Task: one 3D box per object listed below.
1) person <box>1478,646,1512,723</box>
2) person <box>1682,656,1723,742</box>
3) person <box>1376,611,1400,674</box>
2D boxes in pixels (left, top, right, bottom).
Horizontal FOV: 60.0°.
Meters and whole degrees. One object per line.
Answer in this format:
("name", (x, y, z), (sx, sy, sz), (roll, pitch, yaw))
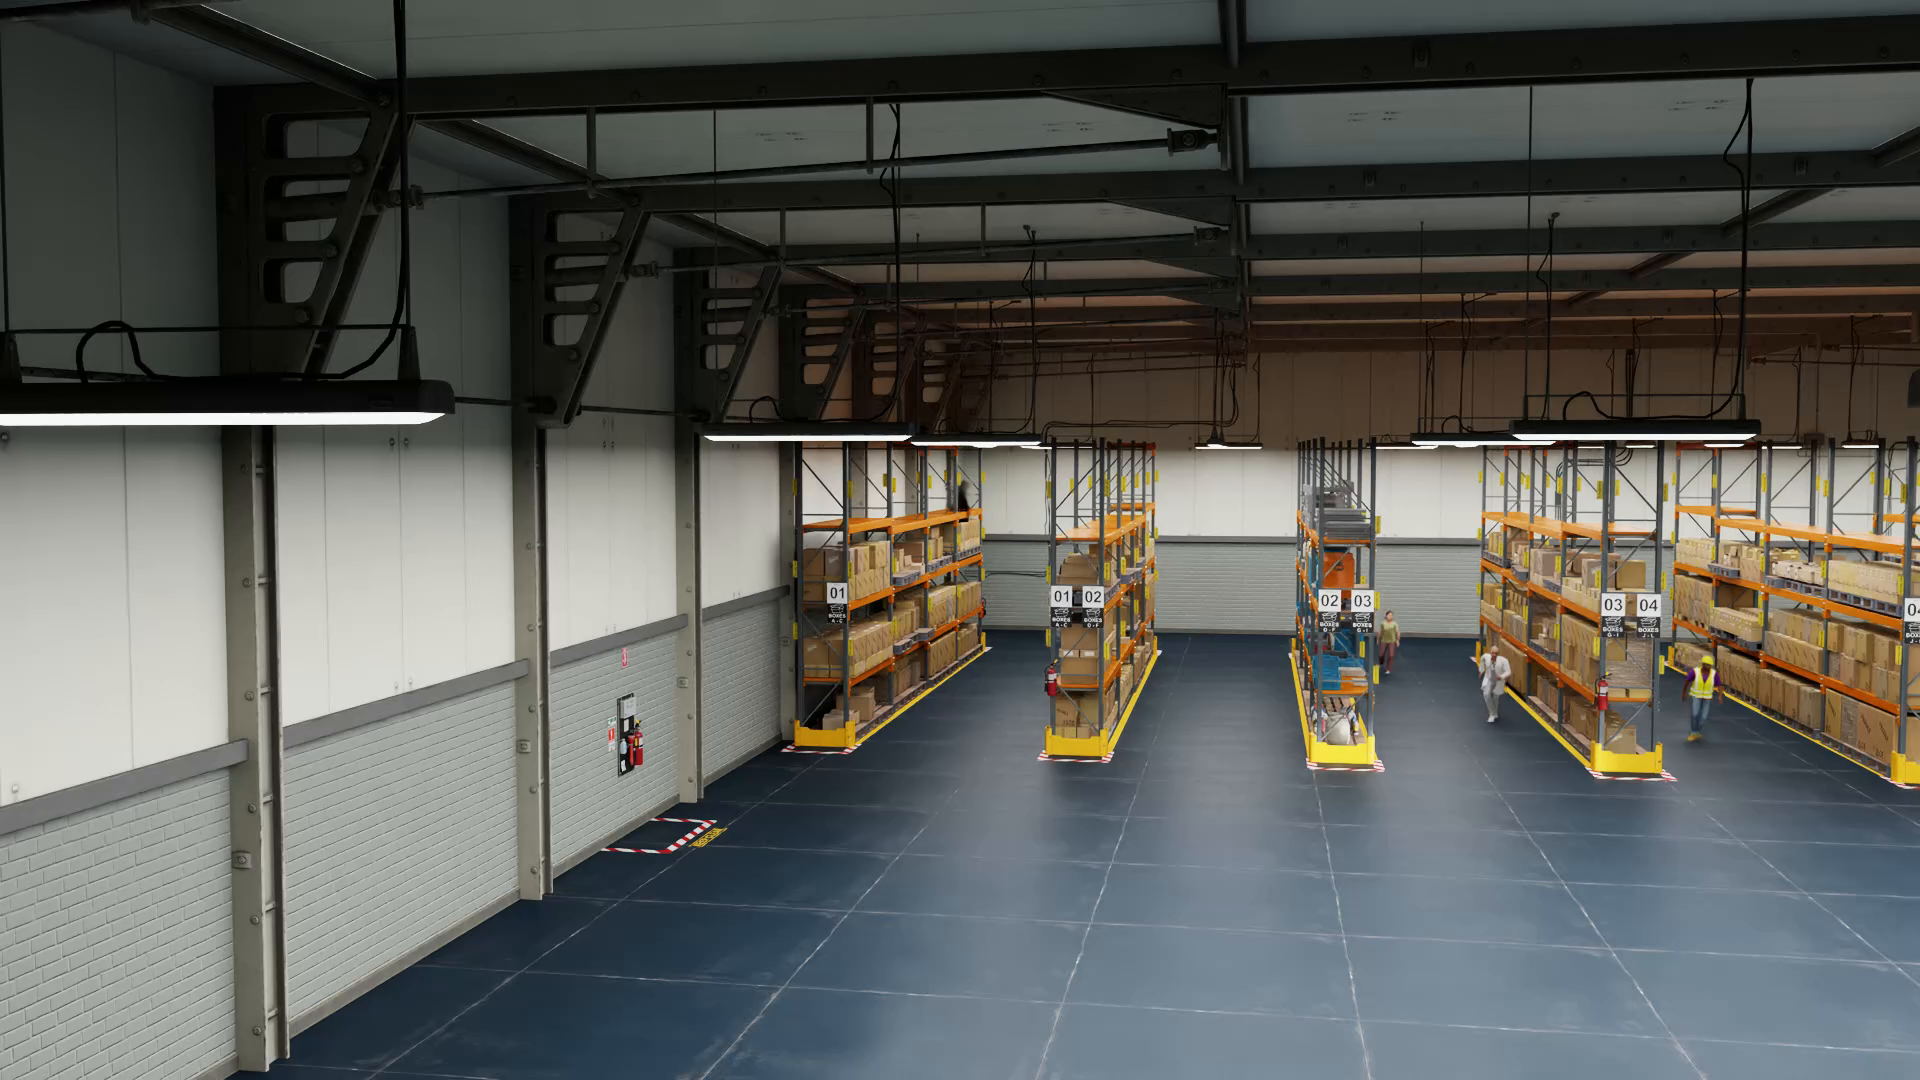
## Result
("person", (11.383, 3.024, 35.375), (0.712, 1.618, 1.156), (1, 3, 24))
("person", (14.718, 3.128, 32.967), (0.671, 1.717, 0.772), (0, 3, 7))
("person", (11.048, 2.639, 42.947), (0.624, 1.616, 0.620), (1, 3, 19))
